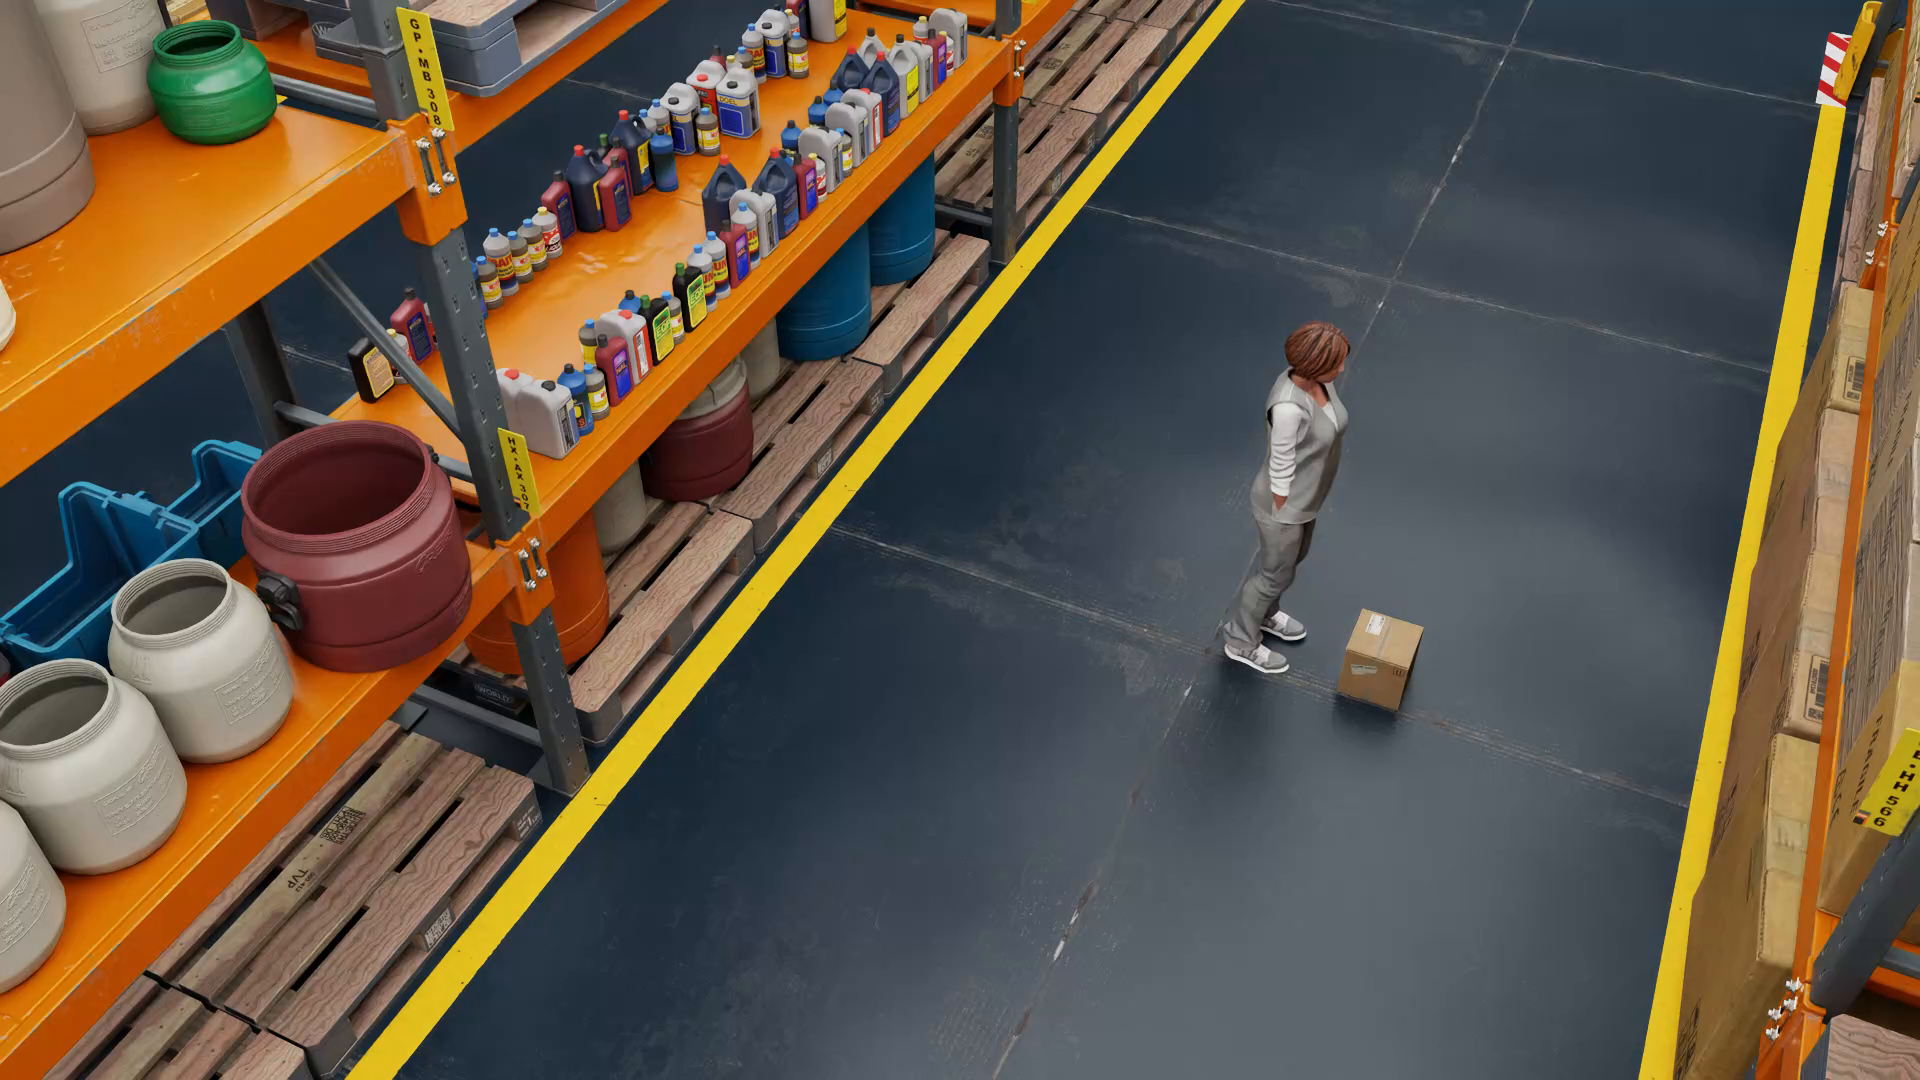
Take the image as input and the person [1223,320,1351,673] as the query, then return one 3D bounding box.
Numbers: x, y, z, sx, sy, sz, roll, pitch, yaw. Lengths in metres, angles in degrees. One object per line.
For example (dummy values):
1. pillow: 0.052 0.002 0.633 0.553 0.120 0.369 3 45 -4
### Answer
1. person: 1.264 -0.168 6.359 0.304 1.595 0.407 19 46 19
